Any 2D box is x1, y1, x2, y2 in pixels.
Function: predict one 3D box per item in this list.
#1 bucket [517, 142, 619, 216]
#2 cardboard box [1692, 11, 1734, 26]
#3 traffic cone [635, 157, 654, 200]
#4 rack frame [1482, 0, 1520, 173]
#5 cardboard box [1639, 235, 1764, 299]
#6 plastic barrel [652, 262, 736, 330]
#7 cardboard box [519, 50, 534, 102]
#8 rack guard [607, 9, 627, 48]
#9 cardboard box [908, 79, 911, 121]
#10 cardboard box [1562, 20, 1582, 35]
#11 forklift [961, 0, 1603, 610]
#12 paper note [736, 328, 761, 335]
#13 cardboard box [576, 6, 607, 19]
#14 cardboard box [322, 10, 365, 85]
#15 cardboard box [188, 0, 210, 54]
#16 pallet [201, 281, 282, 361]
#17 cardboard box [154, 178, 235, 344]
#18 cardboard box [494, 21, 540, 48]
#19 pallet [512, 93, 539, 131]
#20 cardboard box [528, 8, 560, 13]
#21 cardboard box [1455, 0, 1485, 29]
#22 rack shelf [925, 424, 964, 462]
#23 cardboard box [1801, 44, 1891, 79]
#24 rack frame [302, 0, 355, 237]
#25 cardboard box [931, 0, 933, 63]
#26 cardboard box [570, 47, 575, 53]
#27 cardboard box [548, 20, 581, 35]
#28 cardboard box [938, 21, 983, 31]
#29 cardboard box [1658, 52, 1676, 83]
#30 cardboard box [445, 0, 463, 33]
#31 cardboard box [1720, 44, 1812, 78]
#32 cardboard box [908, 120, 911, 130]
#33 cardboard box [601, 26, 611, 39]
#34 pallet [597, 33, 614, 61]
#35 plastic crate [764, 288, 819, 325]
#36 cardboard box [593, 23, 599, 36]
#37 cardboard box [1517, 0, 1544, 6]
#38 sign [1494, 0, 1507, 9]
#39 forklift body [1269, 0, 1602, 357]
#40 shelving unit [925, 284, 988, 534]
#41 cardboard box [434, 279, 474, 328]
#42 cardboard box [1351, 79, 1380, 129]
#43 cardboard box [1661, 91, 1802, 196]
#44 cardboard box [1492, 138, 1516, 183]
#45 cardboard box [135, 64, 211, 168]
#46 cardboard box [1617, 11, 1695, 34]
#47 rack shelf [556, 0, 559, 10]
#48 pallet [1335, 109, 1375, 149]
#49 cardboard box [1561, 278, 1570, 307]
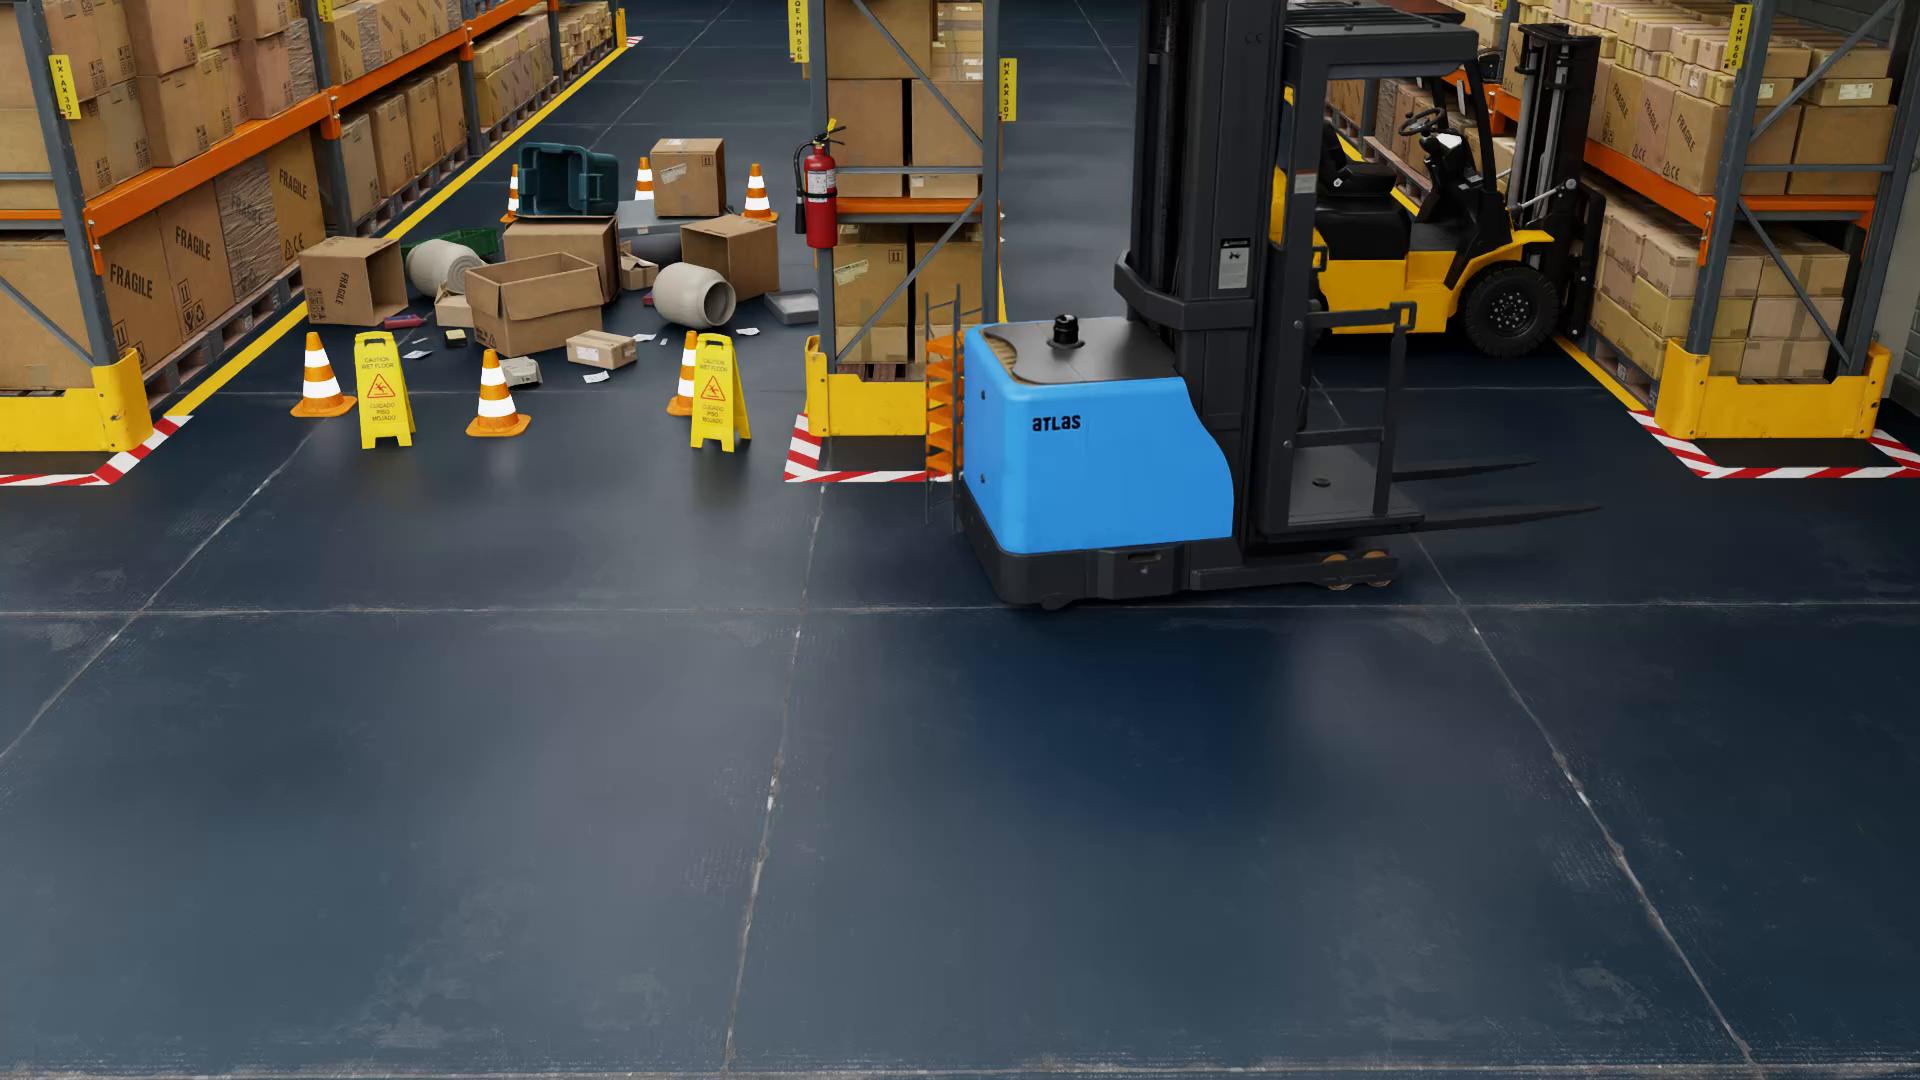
[{"bbox_3d":[-2.978,-2.744,12.804,0.726,0.611,0.620,8,16,18],"label":"bucket"},{"bbox_3d":[4.892,-3.281,10.596,0.380,0.149,0.250,0,24,0],"label":"cardboard box"},{"bbox_3d":[-2.753,-3.116,14.578,0.336,0.463,0.334,0,24,-1],"label":"traffic cone"},{"bbox_3d":[4.627,-3.676,12.738,1.000,3.000,0.127,0,24,-1],"label":"rack frame"},{"bbox_3d":[4.354,-1.610,9.784,0.500,0.250,0.500,1,24,1],"label":"cardboard box"},{"bbox_3d":[-1.829,-1.675,11.439,0.512,0.421,0.421,19,30,35],"label":"plastic barrel"},{"bbox_3d":[-5.106,-5.211,18.655,0.500,0.500,0.500,-1,24,-2],"label":"cardboard box"},{"bbox_3d":[-5.415,-7.363,23.923,1.175,0.500,0.348,0,24,-1],"label":"rack guard"},{"bbox_3d":[-0.564,-3.029,10.825,0.500,0.500,0.500,0,24,0],"label":"cardboard box"},{"bbox_3d":[4.332,-3.461,11.353,0.380,0.149,0.250,0,24,-1],"label":"cardboard box"},{"bbox_3d":[1.574,-1.308,7.586,3.031,2.935,1.130,-5,25,-10],"label":"forklift"},{"bbox_3d":[-1.448,-1.433,11.382,0.142,0.019,0.148,-9,26,-19],"label":"paper note"},{"bbox_3d":[-5.082,-7.270,22.912,0.380,0.149,0.250,-1,24,-2],"label":"cardboard box"},{"bbox_3d":[-5.022,-3.852,13.005,0.500,0.500,0.500,0,24,0],"label":"cardboard box"},{"bbox_3d":[-5.311,-3.329,10.478,0.875,0.550,0.500,0,24,-1],"label":"cardboard box"},{"bbox_3d":[-5.339,-1.500,11.311,1.003,0.211,1.213,0,24,-1],"label":"pallet"},{"bbox_3d":[-5.327,-1.805,10.670,0.875,0.875,0.875,-1,24,-1],"label":"cardboard box"},{"bbox_3d":[-5.119,-5.761,18.962,0.500,0.250,0.500,1,24,2],"label":"cardboard box"},{"bbox_3d":[-5.346,-4.790,18.584,1.003,0.211,1.213,0,24,-1],"label":"pallet"},{"bbox_3d":[-5.667,-7.160,22.669,0.380,0.149,0.250,-1,24,-3],"label":"cardboard box"},{"bbox_3d":[4.353,-4.249,13.579,0.500,0.250,0.500,-1,24,-2],"label":"cardboard box"},{"bbox_3d":[-0.019,-0.489,8.272,0.180,0.103,0.258,21,31,38],"label":"rack shelf"},{"bbox_3d":[4.881,-2.644,9.186,0.380,0.149,0.250,-1,24,-2],"label":"cardboard box"},{"bbox_3d":[-5.285,-3.588,12.544,1.000,3.000,0.127,0,24,-1],"label":"rack frame"},{"bbox_3d":[-0.515,-3.059,9.677,0.700,0.500,0.500,0,24,0],"label":"cardboard box"},{"bbox_3d":[-5.165,-6.245,21.368,0.380,0.149,0.250,-1,24,-2],"label":"cardboard box"},{"bbox_3d":[-5.111,-6.622,21.479,0.380,0.149,0.250,0,24,1],"label":"cardboard box"},{"bbox_3d":[-0.060,-3.226,11.260,0.500,0.500,0.500,0,24,1],"label":"cardboard box"},{"bbox_3d":[4.421,-2.825,9.948,0.380,0.149,0.250,0,24,-1],"label":"cardboard box"},{"bbox_3d":[-5.055,-5.098,15.760,0.500,0.500,0.500,0,24,-1],"label":"cardboard box"},{"bbox_3d":[4.456,-2.651,9.202,0.380,0.149,0.250,0,24,0],"label":"cardboard box"},{"bbox_3d":[-0.508,-2.673,10.824,0.380,0.149,0.250,0,24,-1],"label":"cardboard box"},{"bbox_3d":[-5.098,-7.104,23.267,0.380,0.149,0.250,0,24,1],"label":"cardboard box"},{"bbox_3d":[-5.442,-6.896,23.242,1.003,0.211,1.213,0,24,-1],"label":"pallet"},{"bbox_3d":[-1.139,-1.671,11.848,0.402,0.080,0.583,-9,26,-19],"label":"plastic crate"},{"bbox_3d":[-5.099,-6.917,22.494,0.380,0.149,0.250,0,24,0],"label":"cardboard box"},{"bbox_3d":[4.334,-4.020,12.229,0.380,0.149,0.250,0,24,1],"label":"cardboard box"},{"bbox_3d":[4.084,-4.161,12.502,0.100,0.325,0.005,0,24,-1],"label":"sign"},{"bbox_3d":[2.826,-2.414,10.978,2.313,2.155,1.214,0,24,-1],"label":"forklift body"},{"bbox_3d":[-0.018,-0.640,8.205,0.189,1.200,0.258,21,31,38],"label":"shelving unit"},{"bbox_3d":[-3.425,-1.643,11.560,0.396,0.266,0.258,4,25,9],"label":"cardboard box"},{"bbox_3d":[4.364,-4.550,17.194,0.500,0.500,0.500,0,24,1],"label":"cardboard box"},{"bbox_3d":[4.403,-2.275,9.519,0.500,0.500,0.500,-1,24,-2],"label":"cardboard box"},{"bbox_3d":[4.318,-2.869,12.568,0.500,0.250,0.500,-1,24,-1],"label":"cardboard box"},{"bbox_3d":[-5.199,-2.619,10.219,0.875,0.550,0.550,0,24,-1],"label":"cardboard box"},{"bbox_3d":[4.433,-3.283,10.600,0.380,0.149,0.250,0,24,0],"label":"cardboard box"},{"bbox_3d":[-5.394,-7.381,21.803,1.077,0.370,4.000,0,24,-1],"label":"rack shelf"},{"bbox_3d":[4.613,-4.362,17.638,1.003,0.211,1.213,0,24,-1],"label":"pallet"},{"bbox_3d":[4.329,-1.784,11.381,0.500,0.250,0.500,1,24,1],"label":"cardboard box"}]
